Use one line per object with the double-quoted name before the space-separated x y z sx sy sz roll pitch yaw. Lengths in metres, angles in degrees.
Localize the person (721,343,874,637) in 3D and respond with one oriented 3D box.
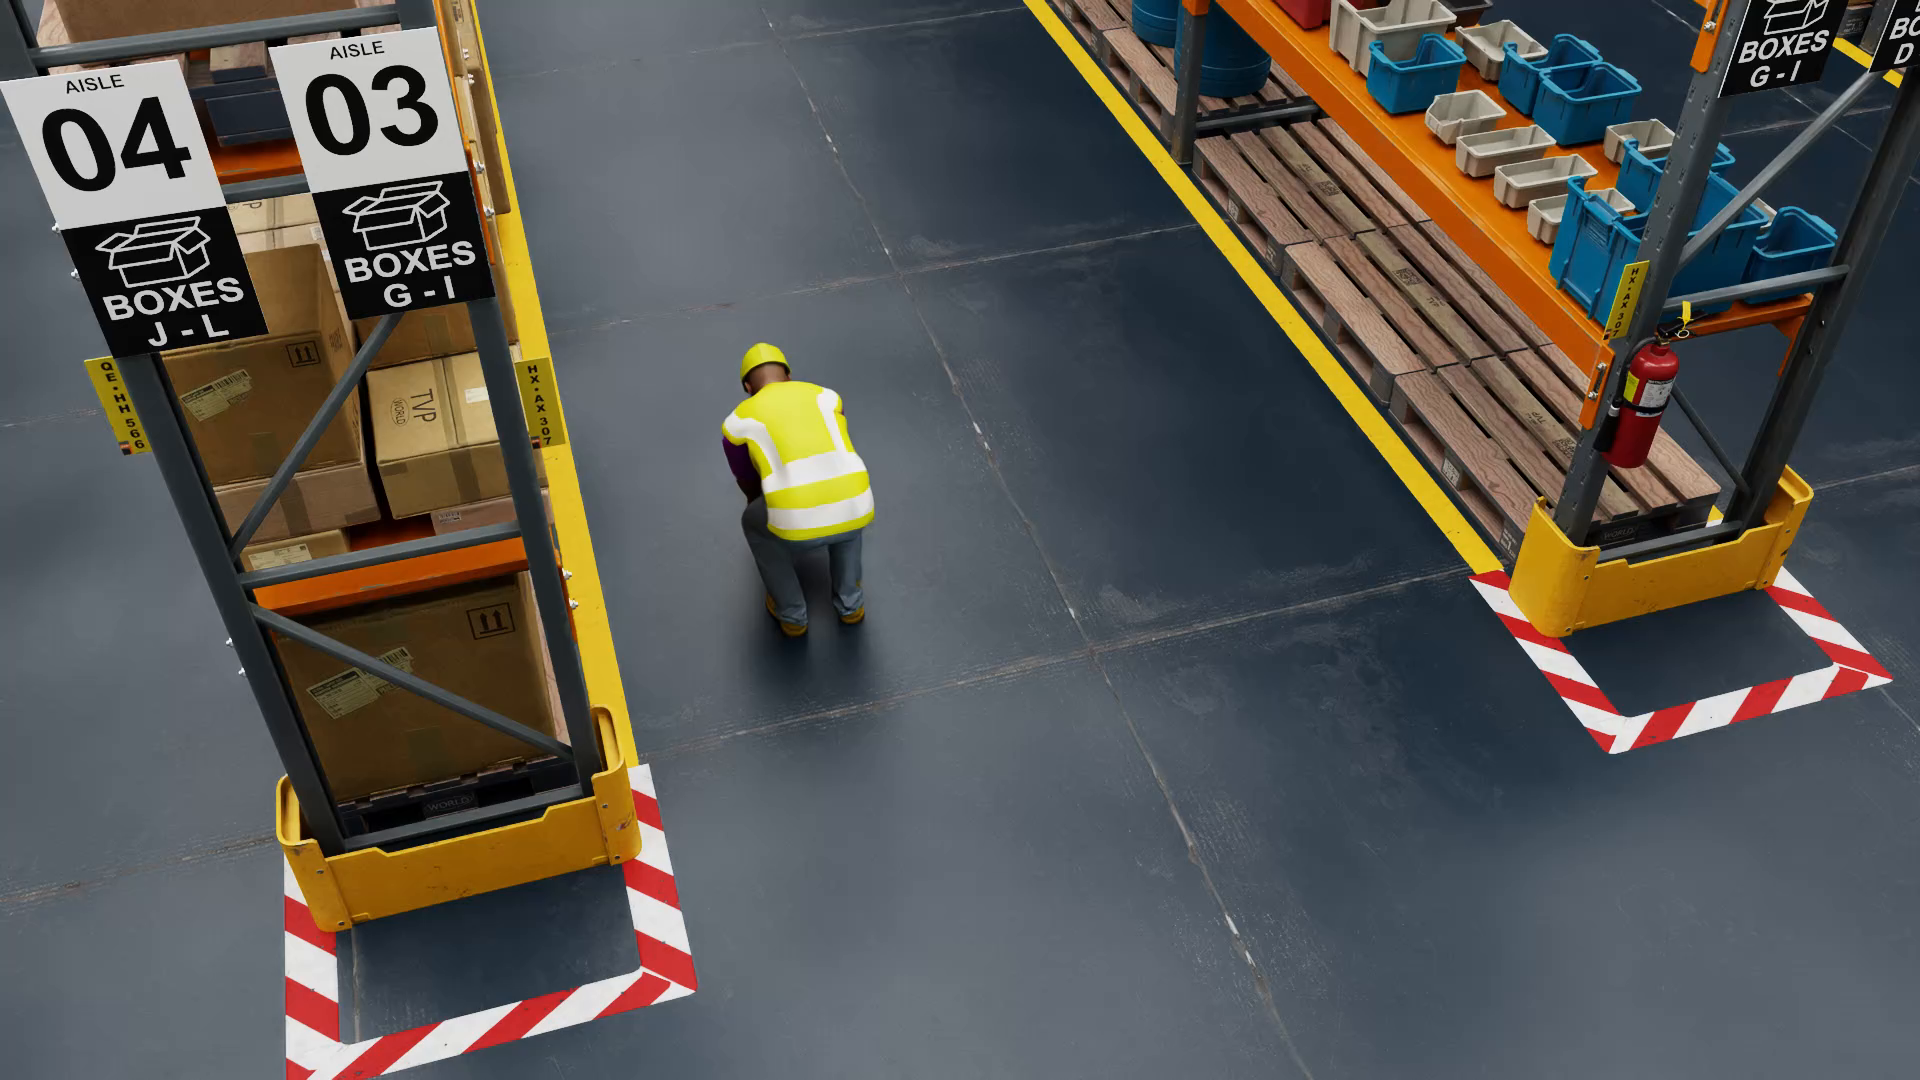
"person" -0.678 -0.183 6.907 0.523 1.016 0.960 -14 44 -15
